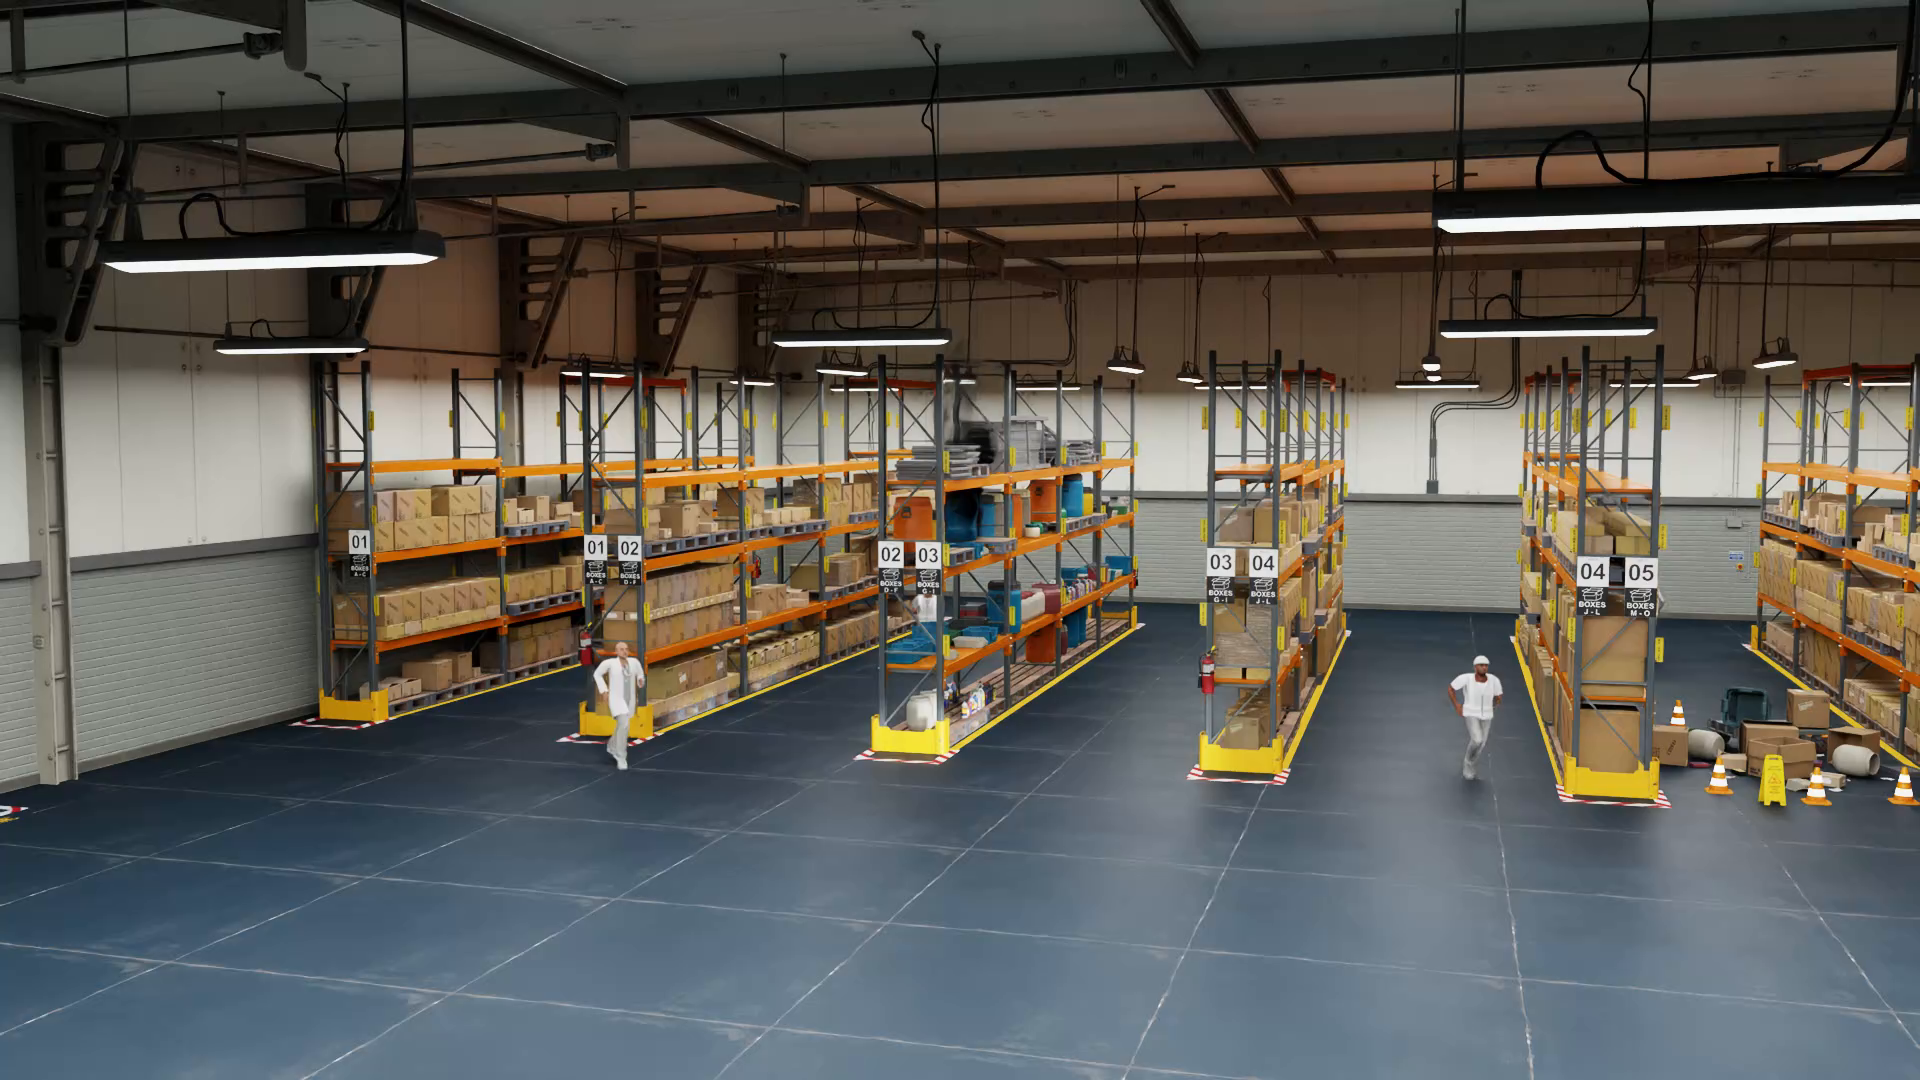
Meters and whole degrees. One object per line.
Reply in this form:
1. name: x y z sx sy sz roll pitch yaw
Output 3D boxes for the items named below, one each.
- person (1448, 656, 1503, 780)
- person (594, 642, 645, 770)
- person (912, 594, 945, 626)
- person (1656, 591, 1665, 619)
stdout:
1. person: 7.226 2.471 23.185 0.686 1.738 0.716 -1 4 -7
2. person: -4.922 2.388 24.222 0.694 1.842 0.865 -4 6 -42
3. person: -0.650 1.743 33.372 0.654 1.799 0.735 1 4 7
4. person: 14.552 1.623 35.248 0.627 1.782 1.116 0 4 7
